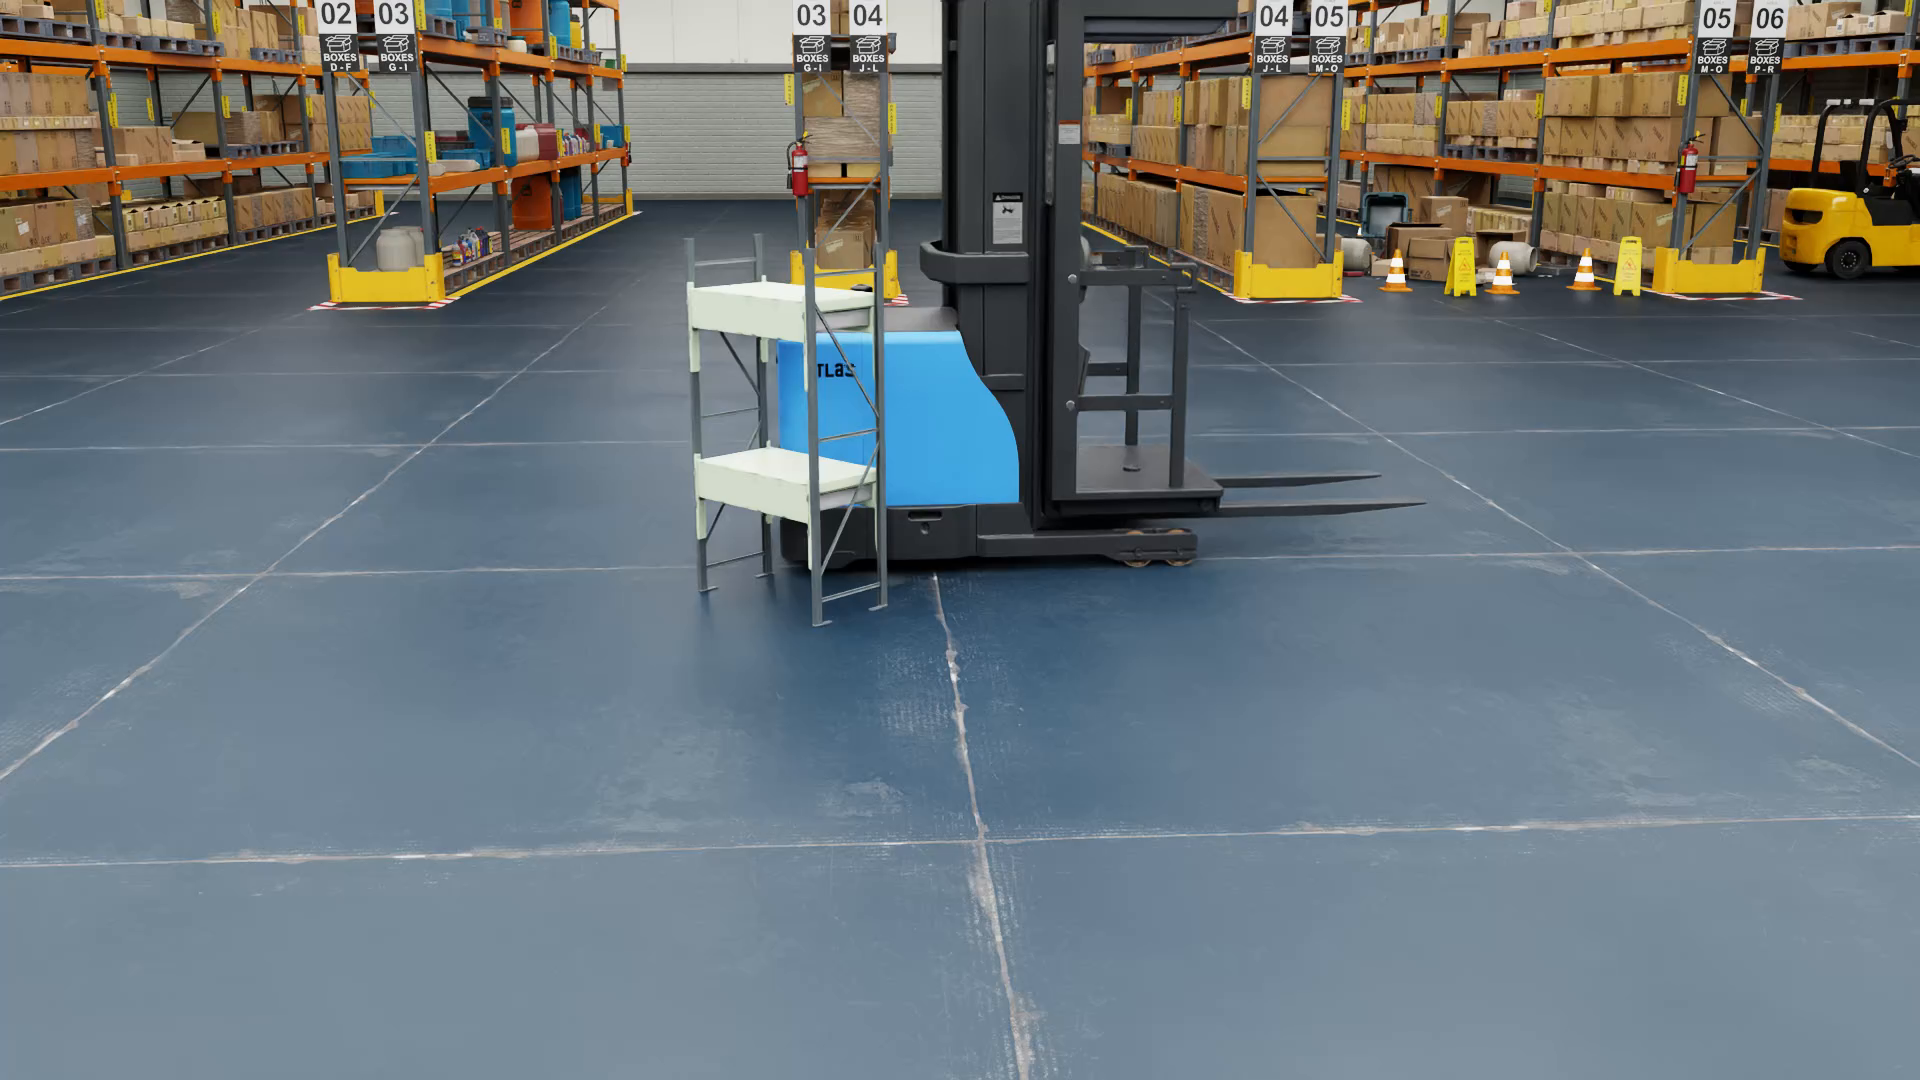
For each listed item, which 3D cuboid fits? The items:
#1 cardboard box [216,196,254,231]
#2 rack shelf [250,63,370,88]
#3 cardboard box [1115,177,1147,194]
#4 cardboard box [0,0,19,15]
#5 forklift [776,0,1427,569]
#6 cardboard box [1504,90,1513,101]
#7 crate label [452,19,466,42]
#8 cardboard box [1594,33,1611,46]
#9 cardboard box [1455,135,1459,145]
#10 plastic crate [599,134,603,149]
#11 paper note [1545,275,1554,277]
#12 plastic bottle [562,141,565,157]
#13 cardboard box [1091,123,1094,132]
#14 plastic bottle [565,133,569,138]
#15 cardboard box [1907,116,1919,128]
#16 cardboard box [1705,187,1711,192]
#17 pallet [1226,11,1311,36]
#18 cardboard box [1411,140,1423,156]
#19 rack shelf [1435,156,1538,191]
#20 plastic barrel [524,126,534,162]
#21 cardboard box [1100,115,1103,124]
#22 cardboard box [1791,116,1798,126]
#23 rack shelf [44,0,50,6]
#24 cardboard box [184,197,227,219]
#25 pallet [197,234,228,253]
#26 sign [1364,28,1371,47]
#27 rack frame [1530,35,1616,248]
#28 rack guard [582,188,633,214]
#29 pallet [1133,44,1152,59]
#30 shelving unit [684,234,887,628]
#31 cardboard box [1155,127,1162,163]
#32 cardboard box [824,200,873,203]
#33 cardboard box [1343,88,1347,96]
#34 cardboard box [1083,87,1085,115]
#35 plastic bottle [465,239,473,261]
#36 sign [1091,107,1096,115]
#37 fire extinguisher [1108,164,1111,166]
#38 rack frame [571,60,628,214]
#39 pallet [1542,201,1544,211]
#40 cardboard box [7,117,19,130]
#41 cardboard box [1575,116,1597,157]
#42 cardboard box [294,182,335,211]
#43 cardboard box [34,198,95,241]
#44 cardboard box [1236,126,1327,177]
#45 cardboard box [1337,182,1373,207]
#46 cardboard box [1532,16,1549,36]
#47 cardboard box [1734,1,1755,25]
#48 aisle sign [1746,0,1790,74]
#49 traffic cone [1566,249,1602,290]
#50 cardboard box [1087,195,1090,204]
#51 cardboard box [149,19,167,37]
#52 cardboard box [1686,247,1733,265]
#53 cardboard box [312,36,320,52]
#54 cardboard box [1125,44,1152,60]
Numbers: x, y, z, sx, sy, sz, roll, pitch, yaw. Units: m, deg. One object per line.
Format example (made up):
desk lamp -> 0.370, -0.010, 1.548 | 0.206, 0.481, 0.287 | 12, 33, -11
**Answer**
cardboard box -> -11.409, -5.107, 25.989 | 0.500, 0.500, 0.500 | 0, 14, -1
rack shelf -> -12.038, -8.583, 30.791 | 1.077, 0.370, 4.000 | -1, 14, -3
cardboard box -> 2.832, -5.838, 27.364 | 0.500, 0.250, 0.500 | -1, 14, -3
cardboard box -> -11.000, -6.187, 18.708 | 0.500, 0.500, 0.500 | -1, 14, -3
forklift -> 0.660, -1.424, 7.678 | 3.031, 2.935, 1.130 | -2, 15, -6
cardboard box -> 8.010, -6.357, 23.773 | 0.380, 0.149, 0.250 | -2, 15, -6
crate label -> -6.013, -5.924, 19.310 | 0.502, 0.251, 0.408 | -1, 14, -3
cardboard box -> 8.127, -6.225, 20.684 | 0.380, 0.149, 0.250 | -1, 14, -5
cardboard box -> 7.931, -6.219, 25.839 | 0.380, 0.149, 0.250 | -2, 15, -7
plastic crate -> -6.881, -7.411, 30.929 | 0.437, 0.282, 0.530 | -1, 14, -3
paper note -> 7.357, -3.322, 20.876 | 0.142, 0.019, 0.148 | -6, 16, -23
plastic bottle -> -6.457, -6.348, 26.935 | 0.097, 0.271, 0.097 | 0, 14, 0
cardboard box -> 2.514, -7.241, 29.215 | 0.380, 0.149, 0.250 | -1, 14, -5
plastic bottle -> -6.719, -6.762, 28.385 | 0.144, 0.351, 0.185 | -1, 14, -3
cardboard box -> 13.071, -5.654, 22.478 | 0.380, 0.149, 0.250 | -1, 14, -4
cardboard box -> 12.763, -5.929, 27.922 | 0.380, 0.149, 0.250 | -1, 14, -5
pallet -> 3.617, -5.795, 18.687 | 1.003, 0.211, 1.213 | -1, 14, -3
cardboard box -> 7.775, -6.468, 27.445 | 0.500, 0.250, 0.500 | -1, 14, -2
rack shelf -> 8.236, -5.446, 24.617 | 1.077, 0.370, 4.000 | -1, 14, -3
plastic barrel -> -6.419, -5.759, 24.166 | 0.421, 0.512, 0.421 | 0, 14, 0
cardboard box -> 2.577, -7.128, 28.179 | 0.380, 0.149, 0.250 | 0, 14, -1
cardboard box -> 12.926, -6.391, 25.345 | 0.380, 0.149, 0.250 | -1, 14, -3
rack shelf -> -16.982, -9.765, 30.166 | 1.077, 0.370, 4.000 | -1, 14, -3
cardboard box -> -11.388, -5.004, 25.004 | 0.500, 0.311, 0.500 | -1, 14, -2
pallet -> -11.654, -4.431, 24.824 | 1.003, 0.211, 1.213 | -1, 14, -3
sign -> 7.311, -9.019, 29.844 | 0.100, 0.325, 0.005 | -1, 14, -3
rack frame -> 8.360, -5.297, 22.594 | 1.000, 3.000, 0.127 | -1, 14, -3
rack guard -> -7.232, -6.847, 33.635 | 1.175, 0.500, 0.348 | -1, 14, -3
pallet -> 3.271, -7.392, 25.096 | 1.213, 0.211, 1.003 | 0, 14, -1
shelving unit -> -0.715, -0.475, 6.862 | 0.755, 1.500, 0.431 | 13, 19, 41
cardboard box -> 3.064, -5.621, 23.652 | 0.500, 0.500, 0.500 | -1, 14, -3
cardboard box -> -1.670, -4.837, 24.941 | 0.700, 0.500, 0.500 | -2, 15, -8
cardboard box -> 7.512, -8.524, 31.627 | 0.380, 0.149, 0.250 | -1, 14, -5
cardboard box -> 2.576, -8.231, 31.191 | 0.500, 0.500, 0.500 | -1, 14, -2
plastic bottle -> -6.068, -3.581, 20.516 | 0.097, 0.271, 0.097 | 0, 14, 0
sign -> 2.389, -7.594, 29.784 | 0.100, 0.325, 0.005 | -1, 14, -3
fire extinguisher -> 3.128, -8.032, 34.126 | 0.296, 0.674, 0.183 | -1, 14, -3
rack frame -> -7.218, -8.052, 33.301 | 1.000, 3.000, 0.127 | -1, 14, -3
pallet -> 12.626, -6.791, 33.998 | 1.003, 0.211, 1.213 | -1, 14, -3
cardboard box -> -11.062, -4.781, 19.086 | 0.380, 0.149, 0.250 | -1, 14, -4
cardboard box -> 8.182, -5.126, 21.133 | 0.500, 0.500, 0.500 | -1, 14, -4
cardboard box -> -12.035, -6.453, 31.213 | 0.797, 0.503, 0.637 | -1, 14, -3
cardboard box -> -11.152, -3.990, 20.686 | 0.500, 0.500, 0.500 | -1, 14, -3
cardboard box -> 3.606, -4.365, 18.670 | 0.875, 0.550, 0.550 | -1, 14, -3
cardboard box -> 7.823, -6.854, 32.944 | 0.875, 0.438, 0.875 | 0, 14, -2
cardboard box -> 8.180, -7.023, 22.743 | 0.500, 0.250, 0.500 | -1, 14, -5
cardboard box -> 8.843, -5.956, 18.838 | 0.500, 0.250, 0.500 | -1, 14, -4
aisle sign -> 8.921, -5.551, 18.362 | 0.394, 0.787, 0.004 | -1, 14, -3
traffic cone -> 7.294, -3.161, 19.382 | 0.336, 0.463, 0.334 | -1, 14, -3
cardboard box -> 2.564, -6.292, 30.744 | 0.380, 0.149, 0.250 | -2, 15, -6
cardboard box -> -11.507, -7.186, 23.373 | 0.500, 0.250, 0.500 | -1, 14, -5
cardboard box -> 8.834, -3.379, 19.814 | 0.500, 0.250, 0.500 | -1, 14, -4
cardboard box -> -11.729, -8.853, 29.692 | 0.500, 0.250, 0.500 | -1, 14, -3
cardboard box -> 2.889, -7.829, 26.216 | 0.500, 0.500, 0.500 | -1, 14, -3
